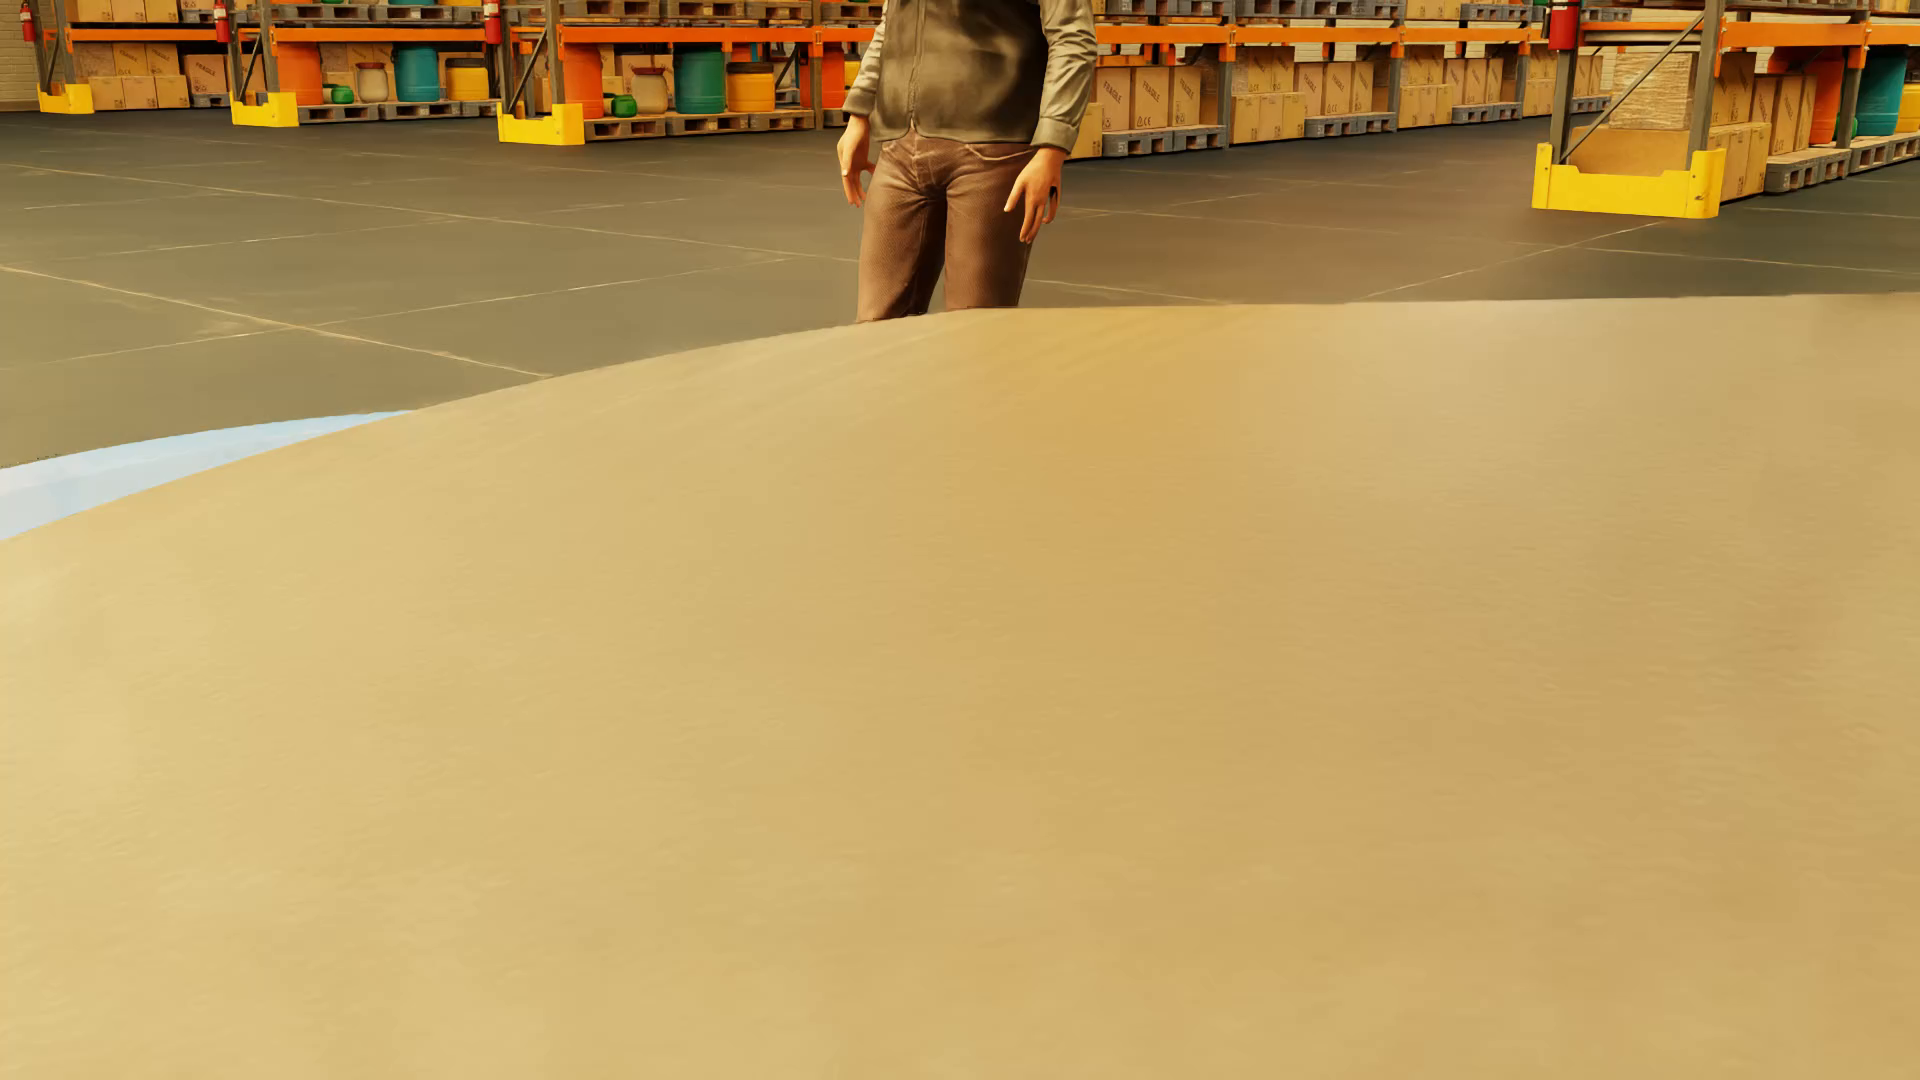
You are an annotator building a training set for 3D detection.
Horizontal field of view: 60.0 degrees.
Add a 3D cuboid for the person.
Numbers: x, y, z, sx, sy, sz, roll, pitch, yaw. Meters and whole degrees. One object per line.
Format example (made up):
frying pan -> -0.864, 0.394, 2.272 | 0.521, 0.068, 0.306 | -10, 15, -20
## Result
person -> -0.046, -0.818, 3.649 | 0.632, 1.720, 0.568 | 13, 21, 37
